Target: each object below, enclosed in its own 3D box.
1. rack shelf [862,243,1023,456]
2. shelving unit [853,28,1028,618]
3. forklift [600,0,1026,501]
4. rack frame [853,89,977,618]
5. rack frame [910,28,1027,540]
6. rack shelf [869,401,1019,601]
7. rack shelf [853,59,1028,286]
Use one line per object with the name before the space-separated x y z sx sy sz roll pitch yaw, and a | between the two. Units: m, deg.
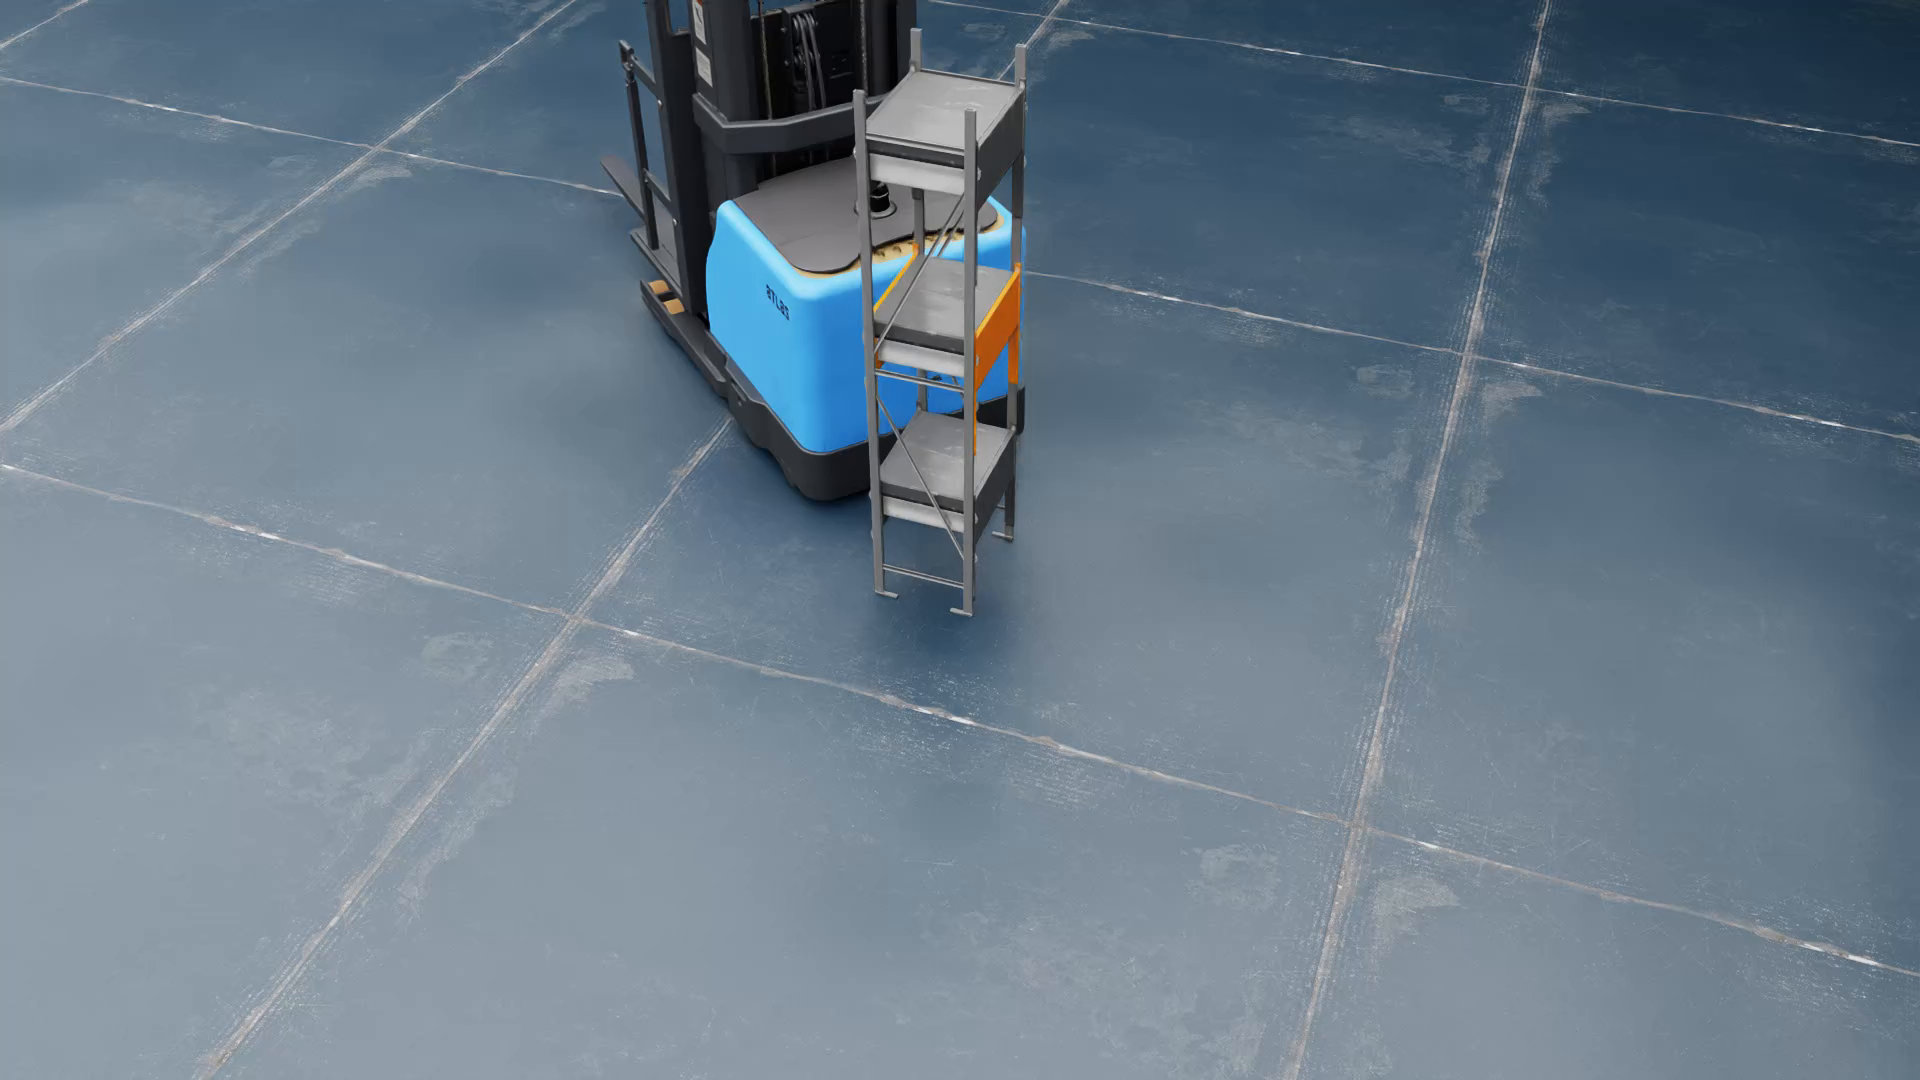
rack shelf | -0.057 -0.687 5.959 0.431 0.518 0.480 13 42 15
shelving unit | -0.057 -0.698 5.950 0.431 2.100 0.503 13 42 15
forklift | -0.876 -2.220 7.093 1.130 2.935 3.031 -20 44 -22
rack frame | -0.140 -0.549 5.776 0.400 2.100 0.015 13 42 15
rack frame | 0.027 -0.847 6.125 0.400 2.100 0.015 13 42 15
rack shelf | -0.057 -0.155 6.413 0.431 0.518 0.480 13 42 15
rack shelf | -0.057 -1.220 5.505 0.431 0.518 0.480 13 42 15
